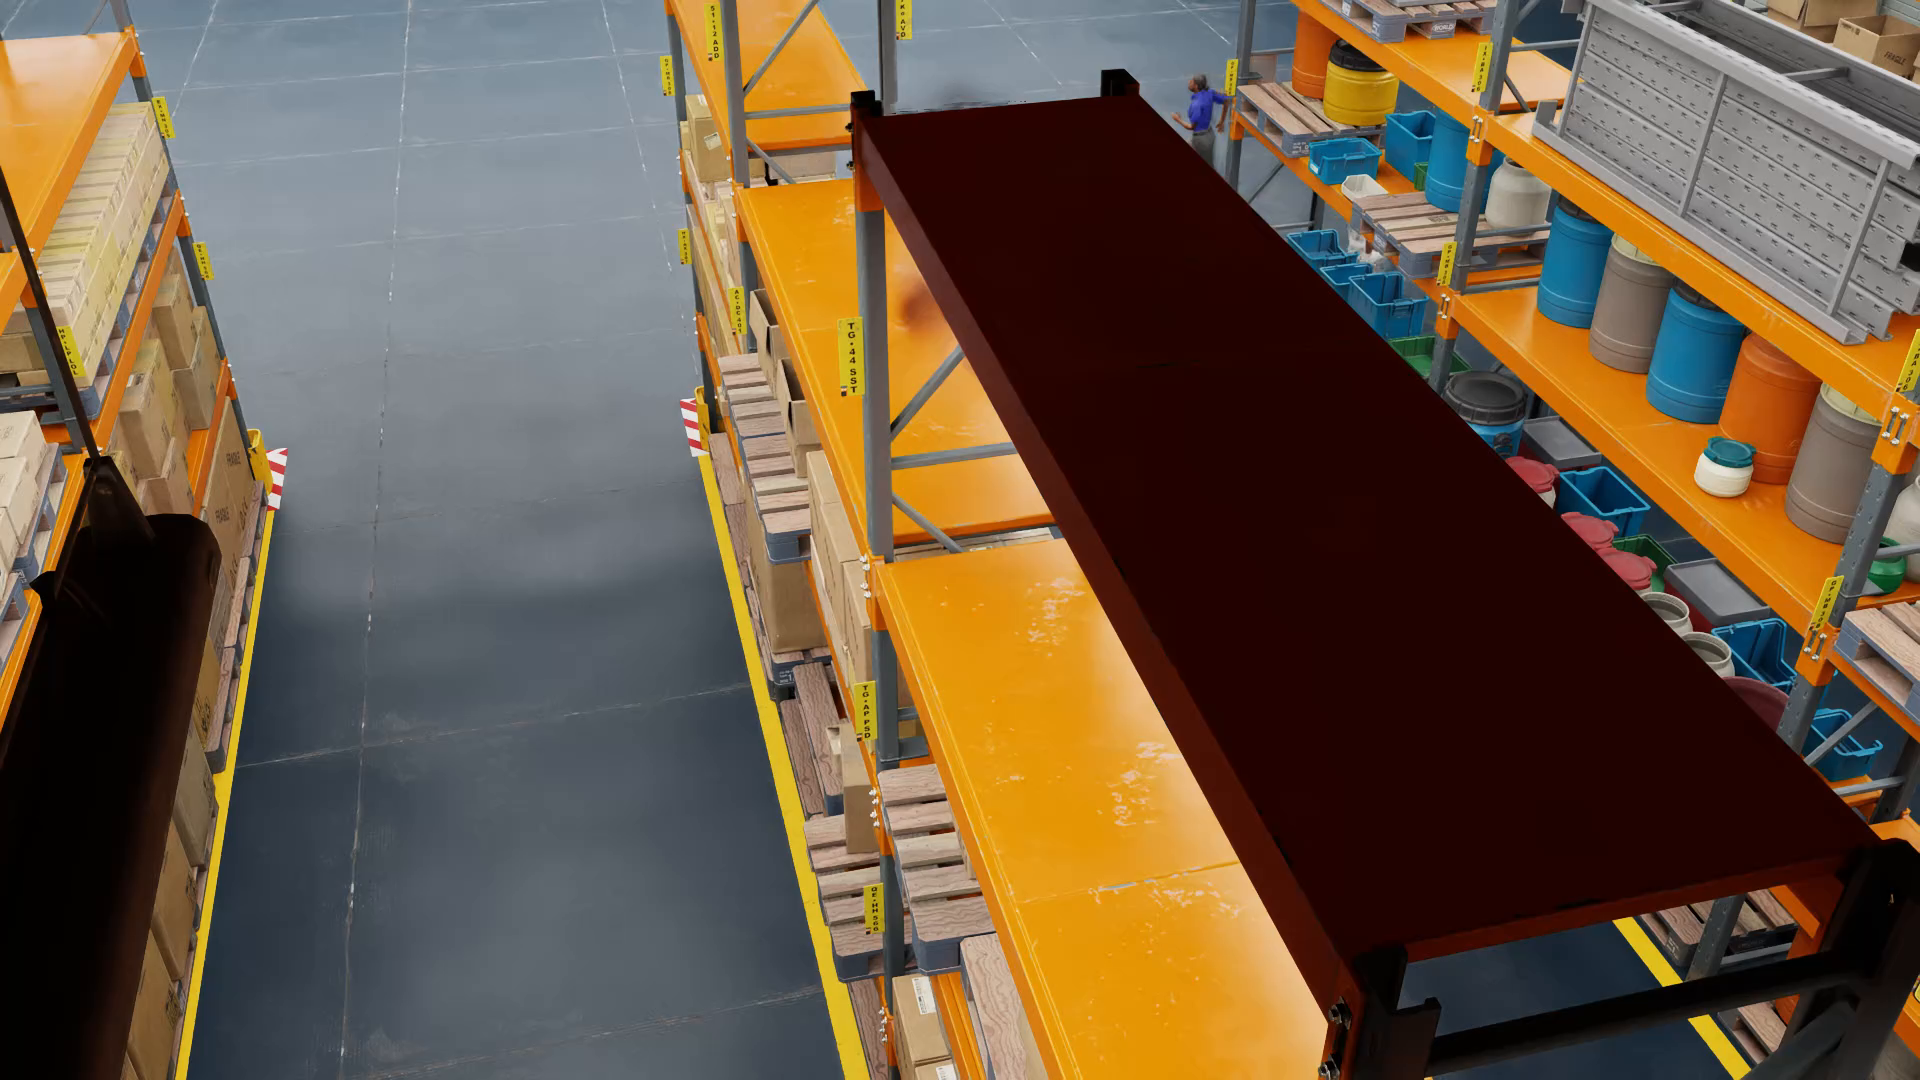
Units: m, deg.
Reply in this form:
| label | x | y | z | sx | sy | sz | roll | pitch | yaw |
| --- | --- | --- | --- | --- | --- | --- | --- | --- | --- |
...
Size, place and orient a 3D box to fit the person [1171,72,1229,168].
| label | x | y | z | sx | sy | sz | roll | pitch | yaw |
| --- | --- | --- | --- | --- | --- | --- | --- | --- | --- |
| person | 2.846 | -4.609 | 19.382 | 0.822 | 1.688 | 0.599 | 13 | 36 | 18 |

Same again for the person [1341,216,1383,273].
| label | x | y | z | sx | sy | sz | roll | pitch | yaw |
| --- | --- | --- | --- | --- | --- | --- | --- | --- | --- |
| person | 4.080 | -2.845 | 16.705 | 0.830 | 1.804 | 0.691 | 29 | 44 | 35 |
